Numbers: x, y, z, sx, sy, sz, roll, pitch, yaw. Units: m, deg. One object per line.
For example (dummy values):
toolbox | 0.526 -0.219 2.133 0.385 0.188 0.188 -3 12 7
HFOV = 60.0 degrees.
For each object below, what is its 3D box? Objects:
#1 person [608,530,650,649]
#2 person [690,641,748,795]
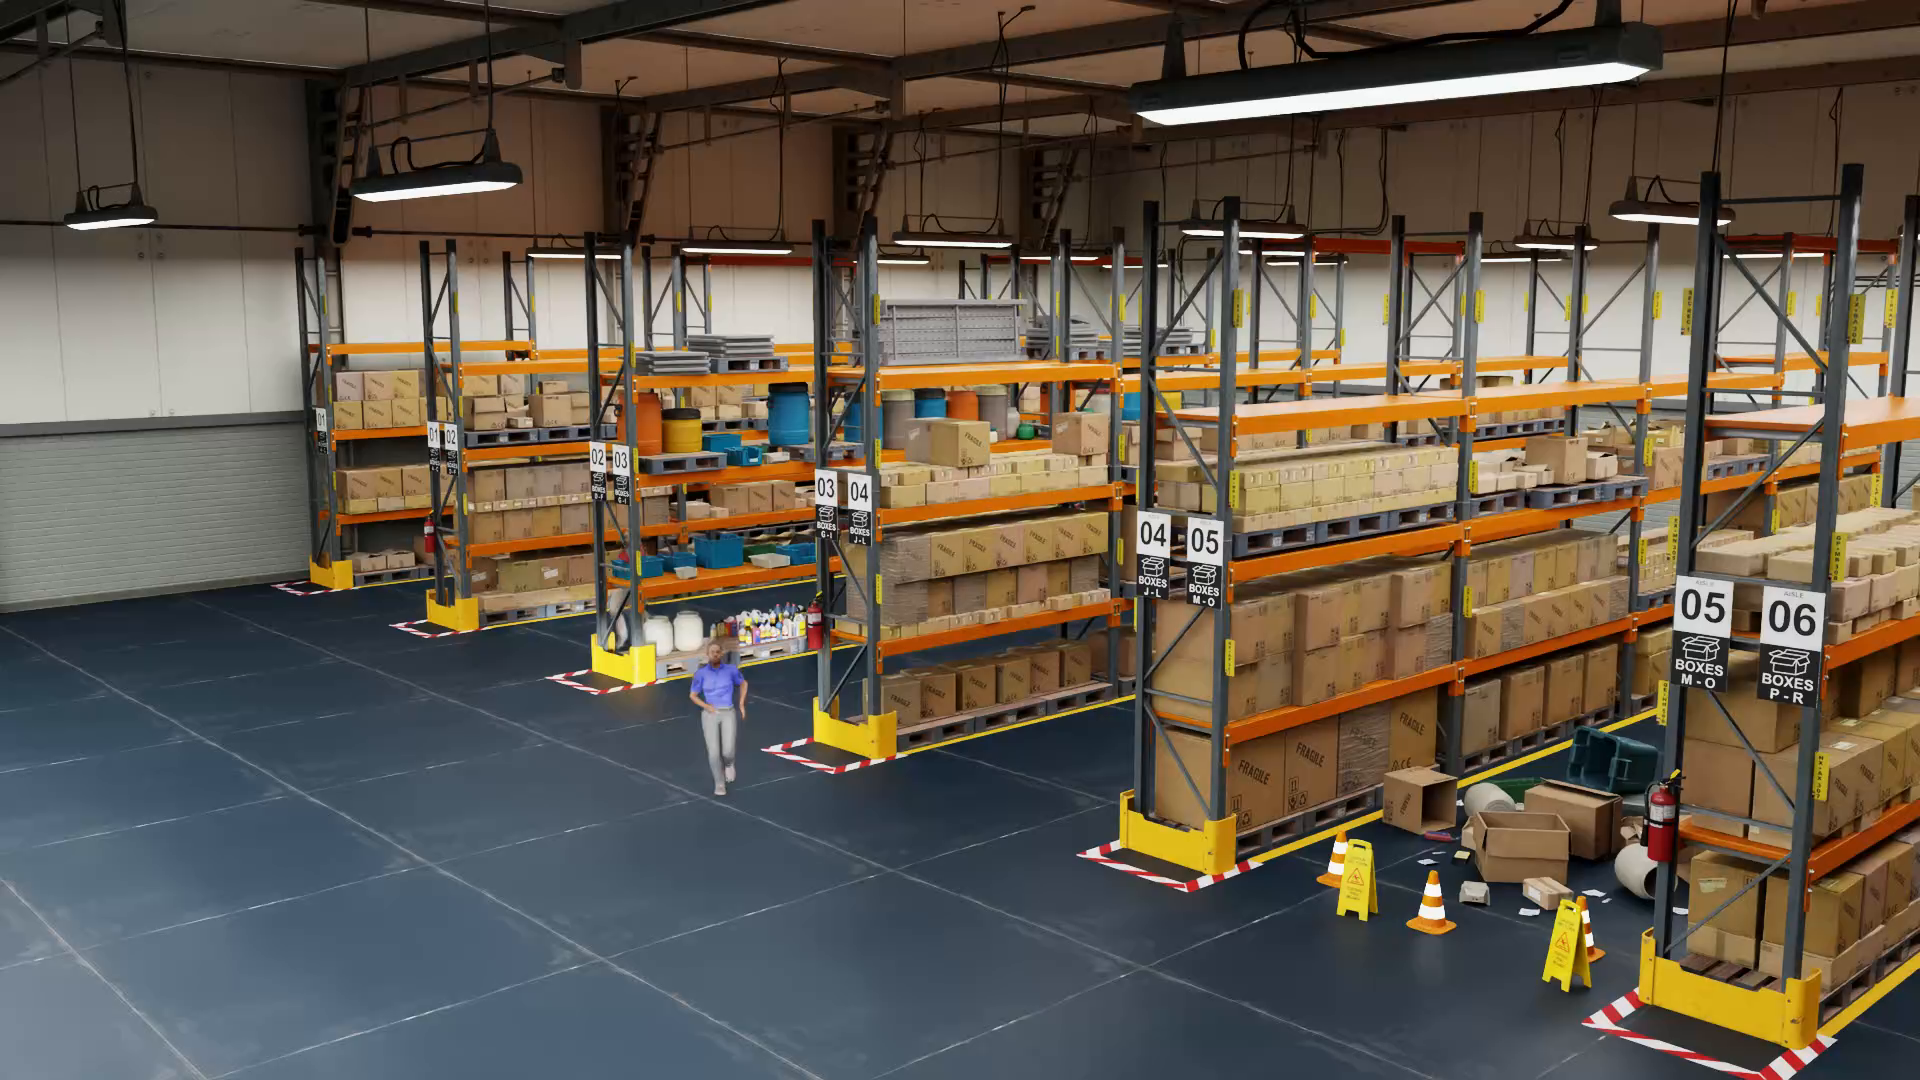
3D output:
person | -4.874 0.738 24.545 0.631 1.796 0.754 7 11 41
person | -2.501 1.859 17.264 0.594 1.598 0.557 -1 8 -7
